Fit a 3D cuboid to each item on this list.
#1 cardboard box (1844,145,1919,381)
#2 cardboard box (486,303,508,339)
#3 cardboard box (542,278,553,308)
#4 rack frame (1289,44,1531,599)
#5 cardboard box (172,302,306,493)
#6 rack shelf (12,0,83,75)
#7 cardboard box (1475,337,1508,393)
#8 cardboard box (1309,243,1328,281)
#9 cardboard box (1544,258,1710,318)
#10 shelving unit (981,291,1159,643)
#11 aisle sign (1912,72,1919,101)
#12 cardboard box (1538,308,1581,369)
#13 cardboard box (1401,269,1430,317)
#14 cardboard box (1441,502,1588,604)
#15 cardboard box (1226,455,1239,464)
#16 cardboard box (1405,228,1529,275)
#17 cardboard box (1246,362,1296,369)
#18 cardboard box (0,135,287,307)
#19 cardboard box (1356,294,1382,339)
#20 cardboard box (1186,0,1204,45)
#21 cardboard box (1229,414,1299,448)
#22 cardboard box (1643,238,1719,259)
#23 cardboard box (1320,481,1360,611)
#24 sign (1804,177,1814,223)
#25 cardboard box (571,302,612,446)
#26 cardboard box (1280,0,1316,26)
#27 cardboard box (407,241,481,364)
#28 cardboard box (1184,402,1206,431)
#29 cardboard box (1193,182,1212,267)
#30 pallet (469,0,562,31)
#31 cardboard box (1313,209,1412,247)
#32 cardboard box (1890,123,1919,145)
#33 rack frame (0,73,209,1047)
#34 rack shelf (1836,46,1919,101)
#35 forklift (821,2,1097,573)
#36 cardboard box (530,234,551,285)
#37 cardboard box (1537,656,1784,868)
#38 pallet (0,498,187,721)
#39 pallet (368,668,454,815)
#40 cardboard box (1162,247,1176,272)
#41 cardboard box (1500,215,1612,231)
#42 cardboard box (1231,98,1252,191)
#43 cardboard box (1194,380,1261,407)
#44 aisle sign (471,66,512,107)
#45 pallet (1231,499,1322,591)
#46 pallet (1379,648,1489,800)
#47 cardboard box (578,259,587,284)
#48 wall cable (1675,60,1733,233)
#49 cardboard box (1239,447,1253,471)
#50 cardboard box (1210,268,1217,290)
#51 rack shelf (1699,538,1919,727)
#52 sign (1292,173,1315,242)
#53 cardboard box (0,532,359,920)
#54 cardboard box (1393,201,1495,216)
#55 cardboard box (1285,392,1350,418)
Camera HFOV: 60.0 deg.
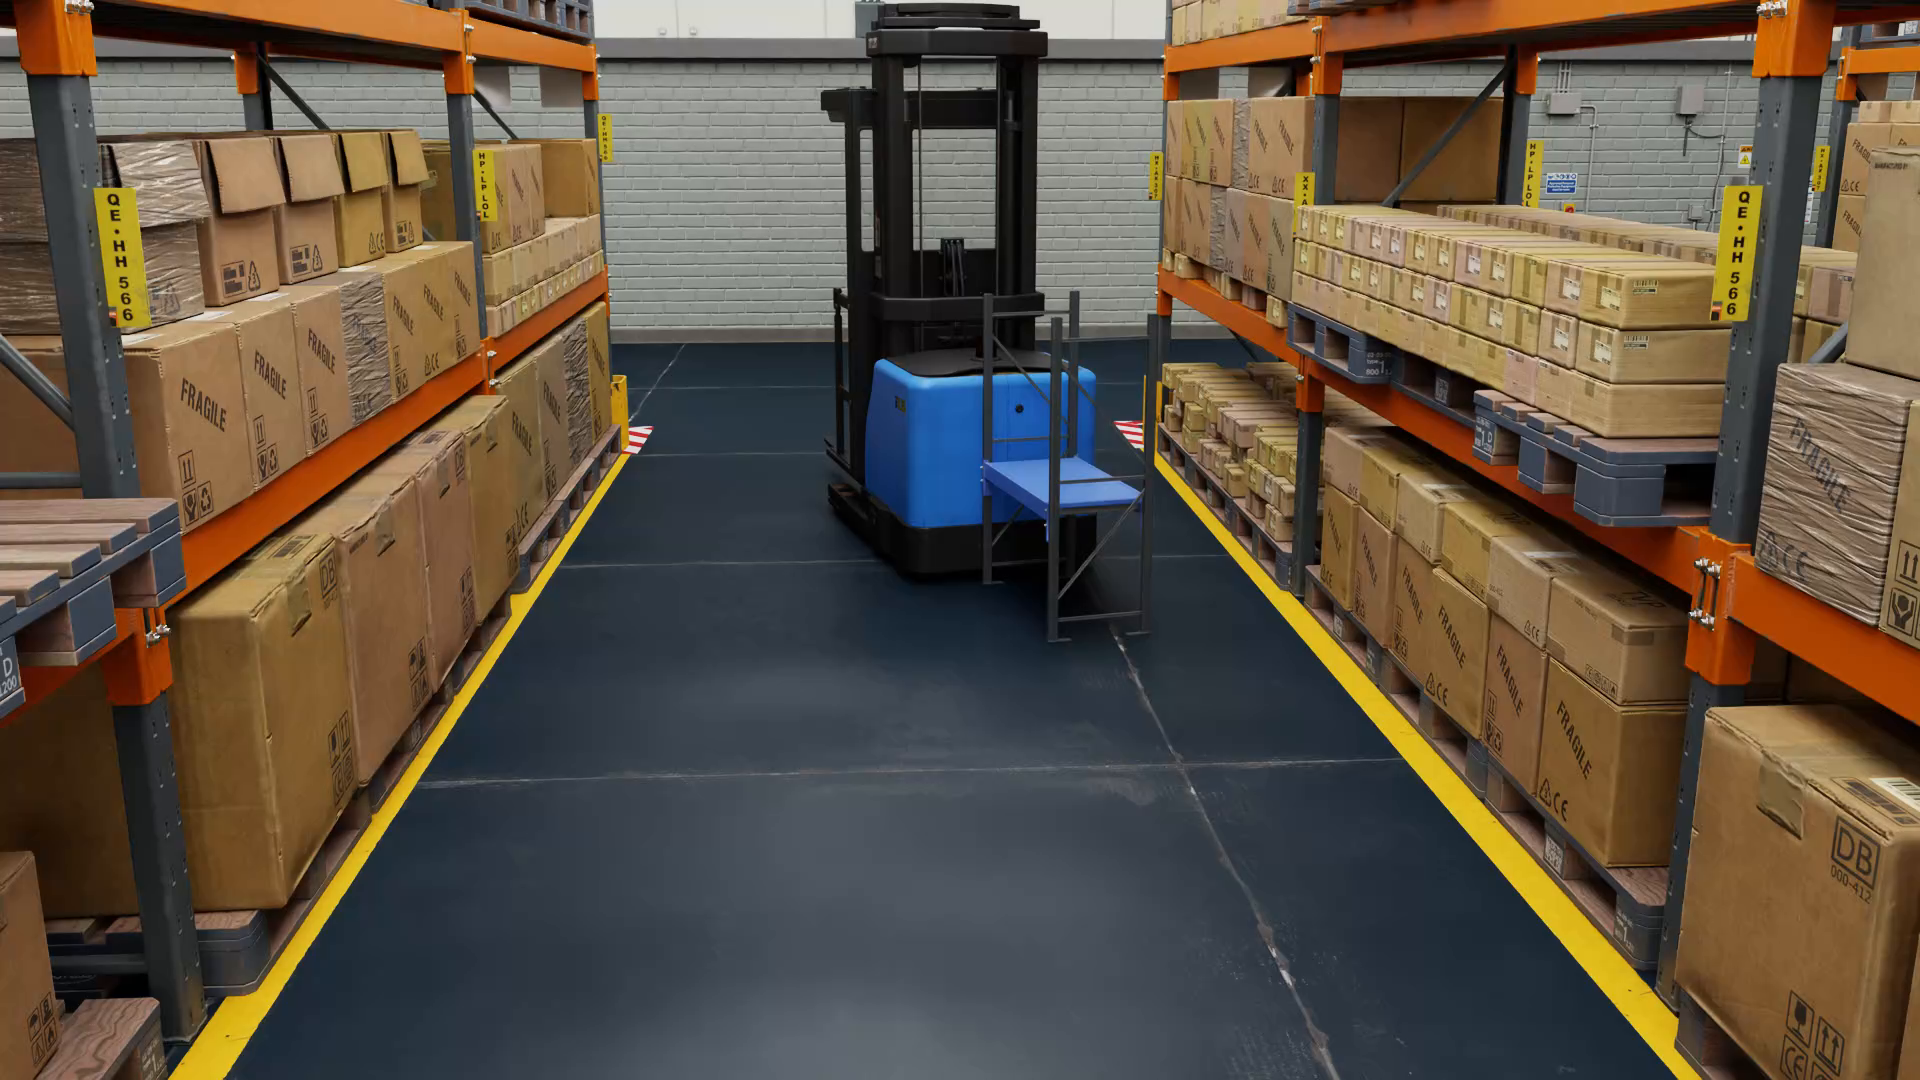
[{"bbox_3d":[2.451,-0.605,3.652,0.700,0.500,0.500,-1,14,-4],"label":"cardboard box"},{"bbox_3d":[-2.458,-1.085,8.227,0.380,0.149,0.250,-1,14,-3],"label":"cardboard box"},{"bbox_3d":[-2.538,-1.407,9.480,0.380,0.149,0.250,-1,14,-3],"label":"cardboard box"},{"bbox_3d":[2.185,-1.179,8.090,1.000,3.000,0.127,-1,14,-3],"label":"rack frame"},{"bbox_3d":[-2.316,-0.435,4.995,0.500,0.500,0.500,-1,14,-5],"label":"cardboard box"},{"bbox_3d":[-2.399,-0.740,1.806,1.077,0.370,4.000,-1,14,-3],"label":"rack shelf"},{"bbox_3d":[1.902,-0.569,5.381,0.380,0.149,0.250,-1,14,-4],"label":"cardboard box"},{"bbox_3d":[1.769,-1.235,7.373,0.380,0.149,0.250,-1,14,-5],"label":"cardboard box"},{"bbox_3d":[1.932,-0.732,4.817,0.380,0.149,0.250,-1,14,-4],"label":"cardboard box"},{"bbox_3d":[0.502,-0.392,8.038,0.538,1.500,1.048,-4,15,-16],"label":"shelving unit"},{"bbox_3d":[7.177,-3.557,12.115,0.394,0.787,0.004,-1,14,-3],"label":"aisle sign"},{"bbox_3d":[1.930,-0.592,4.873,0.380,0.149,0.250,0,14,-1],"label":"cardboard box"},{"bbox_3d":[1.850,-0.911,6.111,0.380,0.149,0.250,-1,14,-5],"label":"cardboard box"},{"bbox_3d":[2.071,0.042,6.014,0.500,0.250,0.500,-1,14,-2],"label":"cardboard box"},{"bbox_3d":[1.808,-0.417,10.008,0.380,0.149,0.250,-1,14,-2],"label":"cardboard box"},{"bbox_3d":[1.852,-1.055,6.076,0.380,0.149,0.250,0,14,-2],"label":"cardboard box"},{"bbox_3d":[2.223,-1.157,11.688,0.380,0.149,0.250,-1,14,-3],"label":"cardboard box"},{"bbox_3d":[-2.590,-1.011,5.224,0.797,0.503,0.637,-1,14,-2],"label":"cardboard box"},{"bbox_3d":[1.816,-0.899,6.662,0.380,0.149,0.250,-2,15,-6],"label":"cardboard box"},{"bbox_3d":[1.739,-3.307,10.642,0.500,0.250,0.500,0,14,-2],"label":"cardboard box"},{"bbox_3d":[1.778,-0.631,9.643,0.380,0.149,0.250,-2,15,-6],"label":"cardboard box"},{"bbox_3d":[2.533,-0.933,5.601,0.380,0.149,0.250,0,14,-1],"label":"cardboard box"},{"bbox_3d":[1.967,0.016,7.619,0.500,0.500,0.500,0,14,-1],"label":"cardboard box"},{"bbox_3d":[9.085,-3.687,18.026,0.329,0.494,0.001,-1,14,-3],"label":"sign"},{"bbox_3d":[-2.900,-1.139,11.355,0.875,0.875,0.875,-1,14,-3],"label":"cardboard box"},{"bbox_3d":[1.886,-2.677,8.193,0.500,0.250,0.500,-1,14,-2],"label":"cardboard box"},{"bbox_3d":[-2.470,-1.064,7.441,0.500,0.500,0.500,-1,14,-3],"label":"cardboard box"},{"bbox_3d":[1.686,-0.813,10.946,0.380,0.149,0.250,0,14,-2],"label":"cardboard box"},{"bbox_3d":[1.766,-1.996,10.466,0.500,0.500,0.500,-1,14,-3],"label":"cardboard box"},{"bbox_3d":[-2.884,-3.044,9.495,1.003,0.211,1.213,-1,14,-3],"label":"pallet"},{"bbox_3d":[1.774,-1.375,7.317,0.380,0.149,0.250,0,14,-2],"label":"cardboard box"},{"bbox_3d":[6.656,-2.556,11.234,0.500,0.500,0.500,-1,14,-5],"label":"cardboard box"},{"bbox_3d":[-2.523,-0.133,4.023,1.000,3.000,0.127,-1,14,-3],"label":"rack frame"},{"bbox_3d":[6.996,-2.882,10.133,1.077,0.370,4.000,-1,14,-3],"label":"rack shelf"},{"bbox_3d":[-0.178,-1.570,9.747,1.130,2.935,3.031,-4,15,-16],"label":"forklift"},{"bbox_3d":[-2.602,-1.573,9.322,0.500,0.250,0.500,-1,14,-2],"label":"cardboard box"},{"bbox_3d":[2.132,0.663,5.103,0.500,0.500,0.500,-1,14,-4],"label":"cardboard box"},{"bbox_3d":[-2.373,0.136,3.365,1.213,0.211,1.003,-1,14,-3],"label":"pallet"},{"bbox_3d":[-2.570,0.718,6.314,1.003,0.211,1.213,-1,14,-3],"label":"pallet"},{"bbox_3d":[1.631,-1.967,11.654,0.380,0.149,0.250,-1,14,-4],"label":"cardboard box"},{"bbox_3d":[2.453,-1.256,6.855,0.380,0.149,0.250,-1,14,-4],"label":"cardboard box"},{"bbox_3d":[1.832,-2.225,9.349,0.500,0.500,0.500,-1,14,-2],"label":"cardboard box"},{"bbox_3d":[1.754,-0.958,10.913,0.380,0.149,0.250,-2,15,-6],"label":"cardboard box"},{"bbox_3d":[-3.323,-3.395,11.484,0.394,0.787,0.004,-1,14,-3],"label":"aisle sign"},{"bbox_3d":[2.109,0.005,9.084,1.003,0.211,1.213,-1,14,-3],"label":"pallet"},{"bbox_3d":[2.314,0.669,6.502,1.003,0.211,1.213,-1,14,-3],"label":"pallet"},{"bbox_3d":[-2.622,-1.728,10.727,0.380,0.149,0.250,-1,14,-2],"label":"cardboard box"},{"bbox_3d":[7.914,-4.194,17.769,0.588,1.984,0.122,-1,14,-3],"label":"wall cable"},{"bbox_3d":[1.832,-0.480,9.653,0.380,0.149,0.250,-1,14,-2],"label":"cardboard box"},{"bbox_3d":[1.783,-1.644,10.401,0.380,0.149,0.250,-1,14,-5],"label":"cardboard box"},{"bbox_3d":[2.557,0.661,2.380,1.077,0.370,4.000,-1,14,-3],"label":"rack shelf"},{"bbox_3d":[1.644,-1.588,7.942,0.100,0.325,0.005,-1,14,-3],"label":"sign"},{"bbox_3d":[-2.545,0.521,4.904,1.225,0.875,0.875,-2,15,-6],"label":"cardboard box"},{"bbox_3d":[2.406,-1.499,8.534,0.500,0.500,0.500,-1,14,-4],"label":"cardboard box"},{"bbox_3d":[2.255,-0.833,10.427,0.380,0.149,0.250,-1,14,-5],"label":"cardboard box"}]
